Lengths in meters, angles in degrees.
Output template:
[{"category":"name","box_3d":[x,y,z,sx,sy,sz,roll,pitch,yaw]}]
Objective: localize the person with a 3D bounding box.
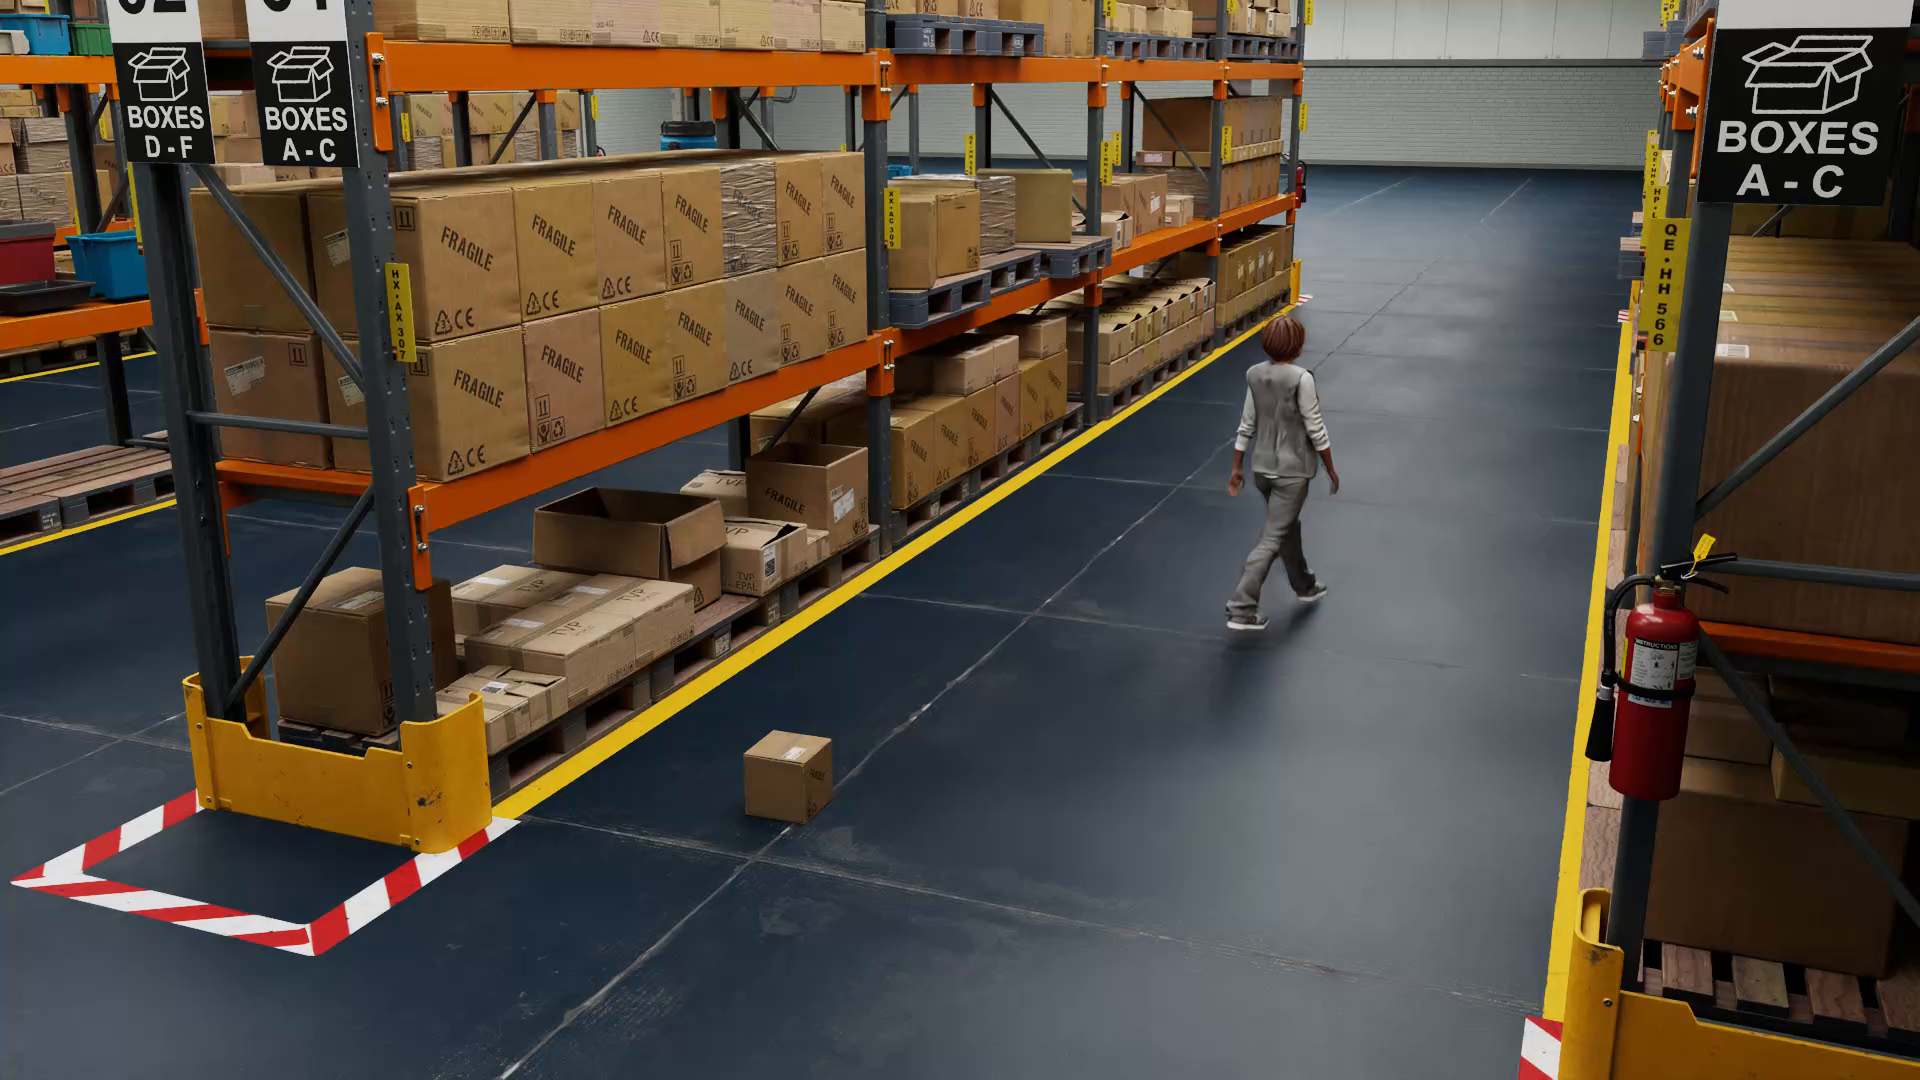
[{"category":"person","box_3d":[1.651,-0.357,8.270,0.930,1.540,0.447,-11,19,-35]}]
